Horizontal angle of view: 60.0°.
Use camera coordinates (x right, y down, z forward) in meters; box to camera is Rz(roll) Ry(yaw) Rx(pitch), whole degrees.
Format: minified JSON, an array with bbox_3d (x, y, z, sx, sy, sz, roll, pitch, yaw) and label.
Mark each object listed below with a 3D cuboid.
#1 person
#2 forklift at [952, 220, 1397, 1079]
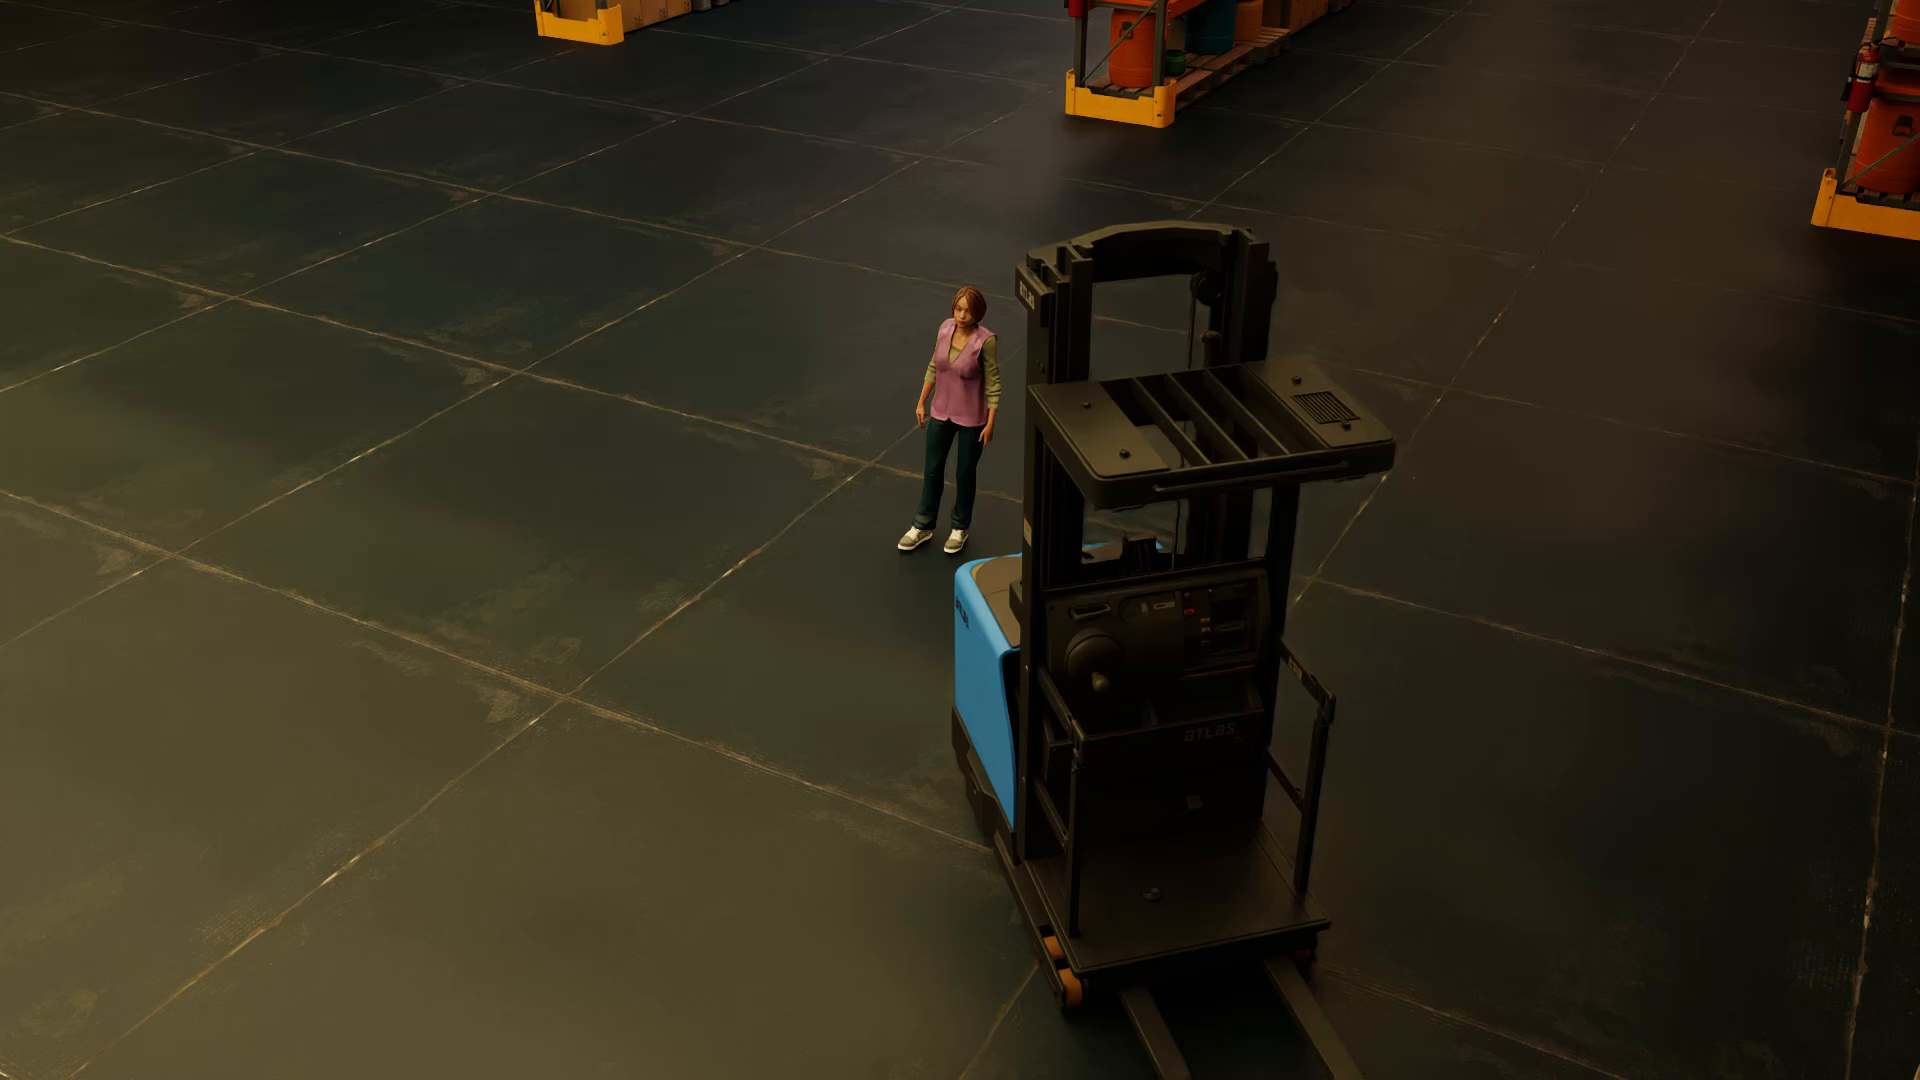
[{"bbox_3d":[-0.049,-0.669,9.549,0.520,1.599,0.473,15,33,25],"label":"person"},{"bbox_3d":[0.843,0.407,6.365,1.130,2.935,3.031,-8,31,-13],"label":"forklift"}]
